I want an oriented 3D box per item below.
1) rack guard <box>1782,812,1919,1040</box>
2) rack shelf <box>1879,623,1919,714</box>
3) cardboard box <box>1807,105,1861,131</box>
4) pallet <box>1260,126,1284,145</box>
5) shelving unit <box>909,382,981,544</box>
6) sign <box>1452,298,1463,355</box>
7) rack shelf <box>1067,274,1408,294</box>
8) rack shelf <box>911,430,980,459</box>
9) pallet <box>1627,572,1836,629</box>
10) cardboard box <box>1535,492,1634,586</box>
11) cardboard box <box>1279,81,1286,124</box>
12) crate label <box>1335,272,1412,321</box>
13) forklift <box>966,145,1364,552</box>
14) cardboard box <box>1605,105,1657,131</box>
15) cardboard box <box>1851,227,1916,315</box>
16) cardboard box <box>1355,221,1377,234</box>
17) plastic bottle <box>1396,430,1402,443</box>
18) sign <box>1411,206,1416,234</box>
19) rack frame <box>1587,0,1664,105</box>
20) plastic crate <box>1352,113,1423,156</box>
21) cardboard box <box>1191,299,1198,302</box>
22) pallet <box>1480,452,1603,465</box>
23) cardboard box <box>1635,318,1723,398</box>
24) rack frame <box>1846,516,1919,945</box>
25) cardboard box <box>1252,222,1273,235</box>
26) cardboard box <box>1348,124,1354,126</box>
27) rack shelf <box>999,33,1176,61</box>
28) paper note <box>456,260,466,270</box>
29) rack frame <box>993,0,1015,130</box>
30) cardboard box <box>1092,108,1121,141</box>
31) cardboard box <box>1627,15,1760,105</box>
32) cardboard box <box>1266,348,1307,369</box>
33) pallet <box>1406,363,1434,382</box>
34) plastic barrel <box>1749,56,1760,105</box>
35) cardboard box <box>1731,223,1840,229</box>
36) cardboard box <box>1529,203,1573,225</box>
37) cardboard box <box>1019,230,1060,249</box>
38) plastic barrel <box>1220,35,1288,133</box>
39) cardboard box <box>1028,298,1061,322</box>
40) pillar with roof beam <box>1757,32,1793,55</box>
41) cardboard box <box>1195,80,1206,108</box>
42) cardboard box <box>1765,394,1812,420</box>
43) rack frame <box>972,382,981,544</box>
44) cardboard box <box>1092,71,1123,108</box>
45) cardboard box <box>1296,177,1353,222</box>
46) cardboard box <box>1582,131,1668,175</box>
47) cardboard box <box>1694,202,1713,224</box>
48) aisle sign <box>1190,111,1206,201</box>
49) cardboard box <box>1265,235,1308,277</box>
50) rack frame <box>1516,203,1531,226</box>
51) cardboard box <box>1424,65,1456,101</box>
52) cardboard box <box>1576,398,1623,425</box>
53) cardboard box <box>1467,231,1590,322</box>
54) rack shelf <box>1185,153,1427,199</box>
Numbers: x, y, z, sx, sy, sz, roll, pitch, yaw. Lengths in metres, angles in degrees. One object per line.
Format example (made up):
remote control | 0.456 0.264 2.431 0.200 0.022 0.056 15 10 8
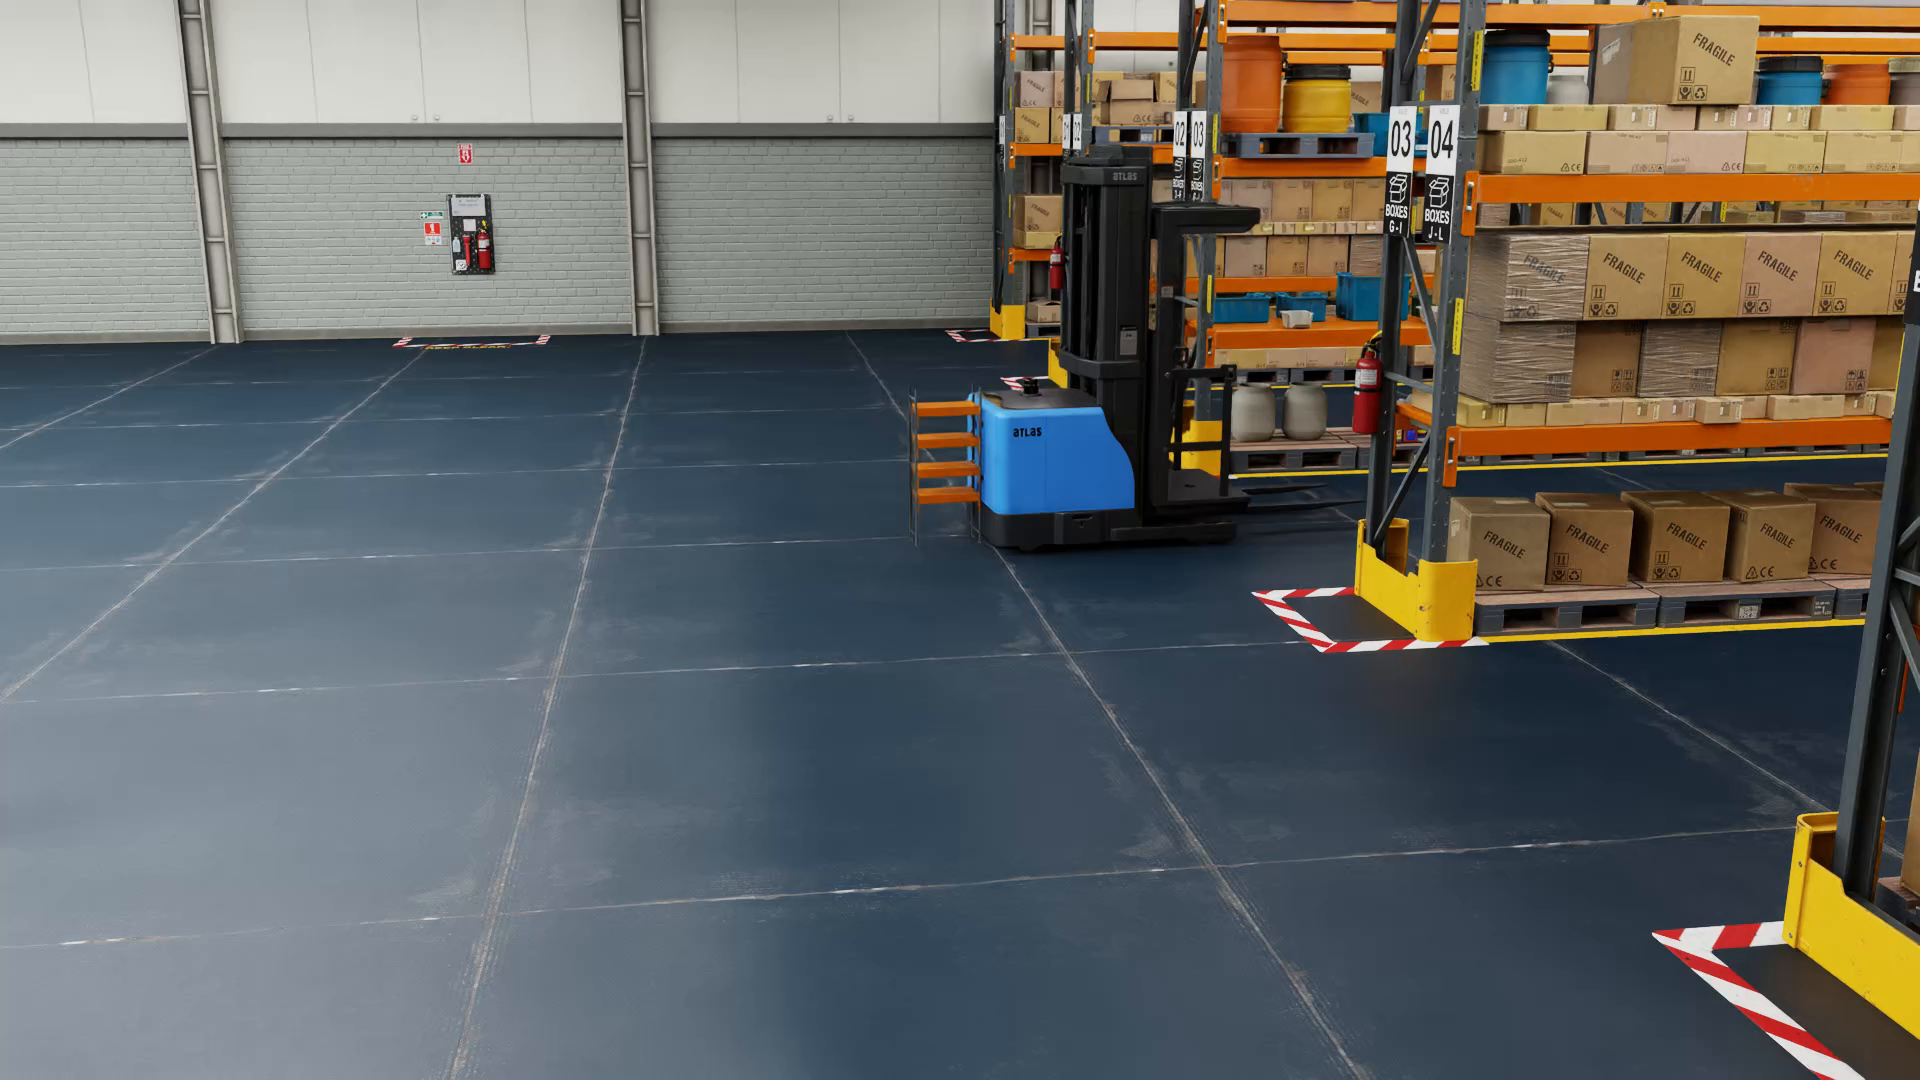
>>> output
rack guard | 3.465 1.440 5.951 0.348 0.500 1.175 -2 14 -8
rack shelf | 5.466 0.503 6.027 4.000 0.370 1.077 -2 14 -8
cardboard box | 5.224 -2.560 10.086 0.250 0.149 0.380 -1 14 -6
pallet | 3.289 -4.829 19.827 1.213 0.211 1.003 -2 14 -8
shelving unit | -0.111 -0.566 12.514 0.499 1.200 0.258 -3 14 -13
sign | 2.930 -1.259 9.797 0.005 0.325 0.100 -2 14 -8
rack shelf | 3.355 -3.076 20.301 4.000 0.370 1.077 -2 14 -8
rack shelf | -0.113 -0.718 12.475 0.480 0.148 0.258 -3 14 -13
pallet | 4.937 0.316 11.029 1.213 0.211 1.003 -2 14 -8
cardboard box | 4.055 -0.010 10.869 0.500 0.500 0.500 2 14 6
cardboard box | 3.685 -5.245 19.940 0.637 0.503 0.797 -1 14 -2
crate label | 3.891 -2.310 15.694 0.616 0.435 0.502 -2 14 -8
forklift | 5.701 0.490 4.742 7.136 2.935 18.991 -3 14 -13
cardboard box | 3.938 -2.517 9.916 0.250 0.149 0.380 -2 14 -6
cardboard box | 5.907 -1.692 10.428 0.500 0.500 0.500 -2 14 -8
cardboard box | 4.851 -3.791 20.133 0.250 0.149 0.380 -2 14 -9
plastic bottle | 4.053 -1.012 15.438 0.097 0.201 0.097 0 14 0
sign | 5.417 -3.823 19.856 0.005 0.325 0.100 -2 14 -8
rack frame | 6.067 -5.216 15.021 0.127 3.000 1.000 -2 14 -8
plastic crate | 3.952 -3.750 15.374 0.575 0.384 0.392 -2 14 -8
cardboard box | 2.850 -2.717 20.638 0.500 0.500 0.500 -2 14 -8
pallet | 5.397 -0.939 16.033 1.213 0.211 1.003 -2 14 -8
cardboard box | 4.375 -1.231 10.645 0.500 0.500 0.875 -2 14 -8
rack frame | 3.488 0.226 5.654 0.053 2.616 0.949 -2 14 -8
cardboard box | 3.578 -3.744 19.943 0.250 0.149 0.380 -2 14 -6
cardboard box | 5.752 -6.327 24.939 0.500 0.311 0.500 -2 14 -7
rack shelf | 2.613 -7.176 24.322 4.000 0.370 1.077 -2 14 -8
paper note | -7.369 -4.063 24.566 0.142 0.148 0.016 -2 14 -8
rack frame | 0.636 -7.454 23.946 0.127 3.000 1.000 -2 14 -8
cardboard box | 2.053 -6.040 24.227 0.500 0.500 0.500 -1 14 -6
cardboard box | 4.358 -2.849 9.904 0.500 0.500 0.500 -2 14 -9
cardboard box | 3.919 -2.261 20.360 0.500 0.250 0.500 -2 14 -8
pallet | 6.055 -2.181 20.986 1.213 0.211 1.003 -2 14 -8
plastic barrel | 7.184 -4.099 15.701 0.600 0.901 0.600 0 14 0
cardboard box | 5.333 -1.801 10.864 0.500 0.500 0.500 -2 14 -8
cardboard box | 9.065 -4.993 25.605 0.500 0.500 0.500 -2 14 -7
cardboard box | 1.165 -4.422 24.457 0.500 0.250 0.500 -3 14 -10
plastic barrel | 2.573 -4.076 14.897 0.708 0.830 0.600 -2 14 -8
cardboard box | 1.333 -3.457 24.963 0.500 0.311 0.500 -4 15 -15
pillar with roof beam | 13.706 -7.087 22.481 0.400 9.000 9.100 -2 14 -8
cardboard box | 3.060 -5.122 19.457 0.500 0.500 0.500 -2 14 -8
cardboard box | 5.150 -0.864 10.515 0.250 0.149 0.380 -2 14 -8
rack frame | 0.125 -0.580 12.569 0.015 1.200 0.240 -3 14 -13
cardboard box | 2.061 -6.525 24.106 0.500 0.500 0.500 -2 14 -7
cardboard box | 4.395 -4.139 20.188 0.500 0.500 0.700 -2 14 -8
cardboard box | 3.873 -2.327 9.978 0.500 0.250 0.500 -2 14 -10
cardboard box | 11.580 -5.083 25.967 0.500 0.500 0.500 -2 14 -8
aisle sign | 2.084 -3.349 14.565 0.004 0.787 0.394 -2 14 -8
cardboard box | 3.878 -3.491 20.269 0.500 0.500 0.700 -2 14 -7
rack frame | 8.546 -4.834 25.831 0.127 3.000 1.000 -2 14 -8
cardboard box | 5.948 -5.460 20.065 0.500 0.500 0.500 -2 14 -8
cardboard box | 3.910 -0.825 10.361 0.250 0.149 0.380 -2 14 -8
cardboard box | 3.434 -1.602 10.071 0.500 0.500 0.500 -2 14 -8
rack shelf | 4.089 -3.340 15.185 4.000 0.370 1.077 -2 14 -8
